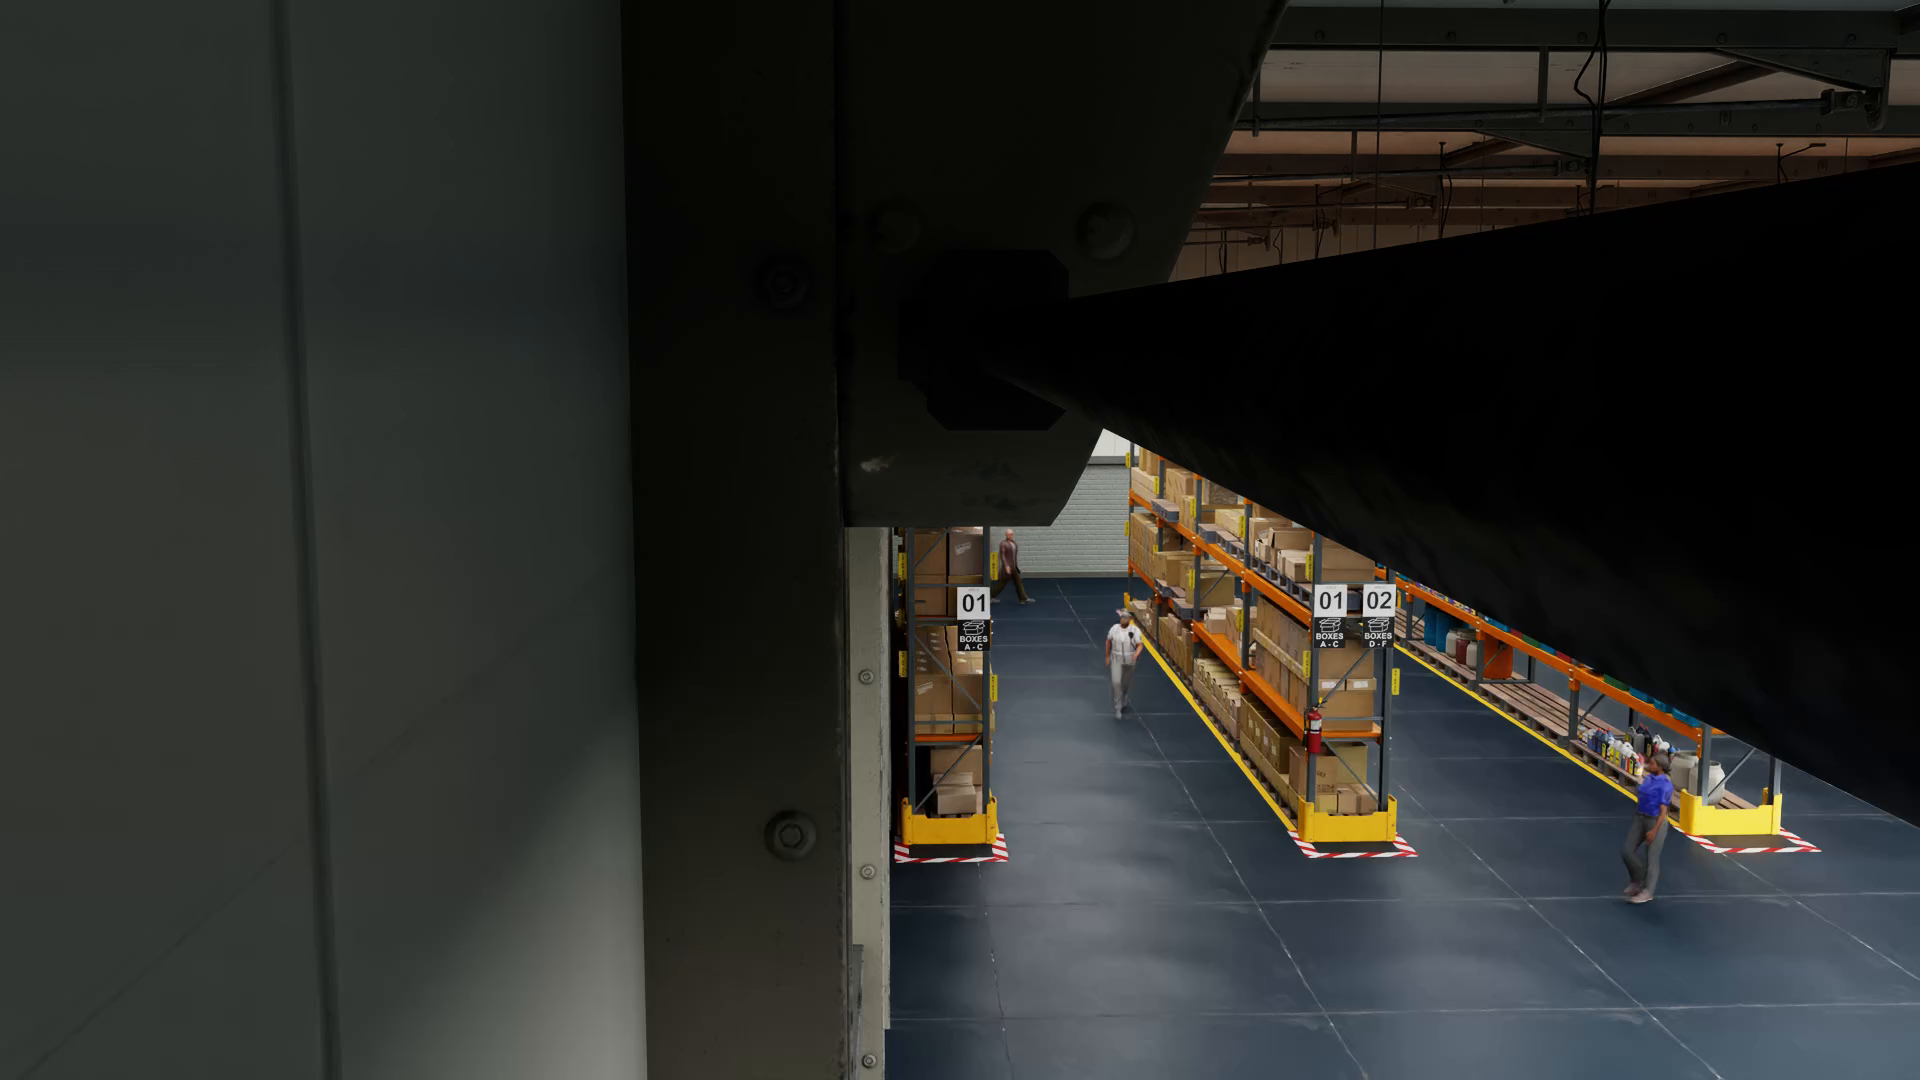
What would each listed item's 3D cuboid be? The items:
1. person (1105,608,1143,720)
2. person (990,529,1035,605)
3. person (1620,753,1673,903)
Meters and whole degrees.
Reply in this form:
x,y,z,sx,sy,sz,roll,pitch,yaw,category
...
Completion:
x,y,z,sx,sy,sz,roll,pitch,yaw,category
2.702,1.993,27.300,0.576,1.773,0.985,0,7,-2,person
1.145,0.623,37.923,1.137,1.734,0.707,2,8,15,person
7.592,3.180,18.385,0.454,1.669,0.493,-4,8,-29,person
